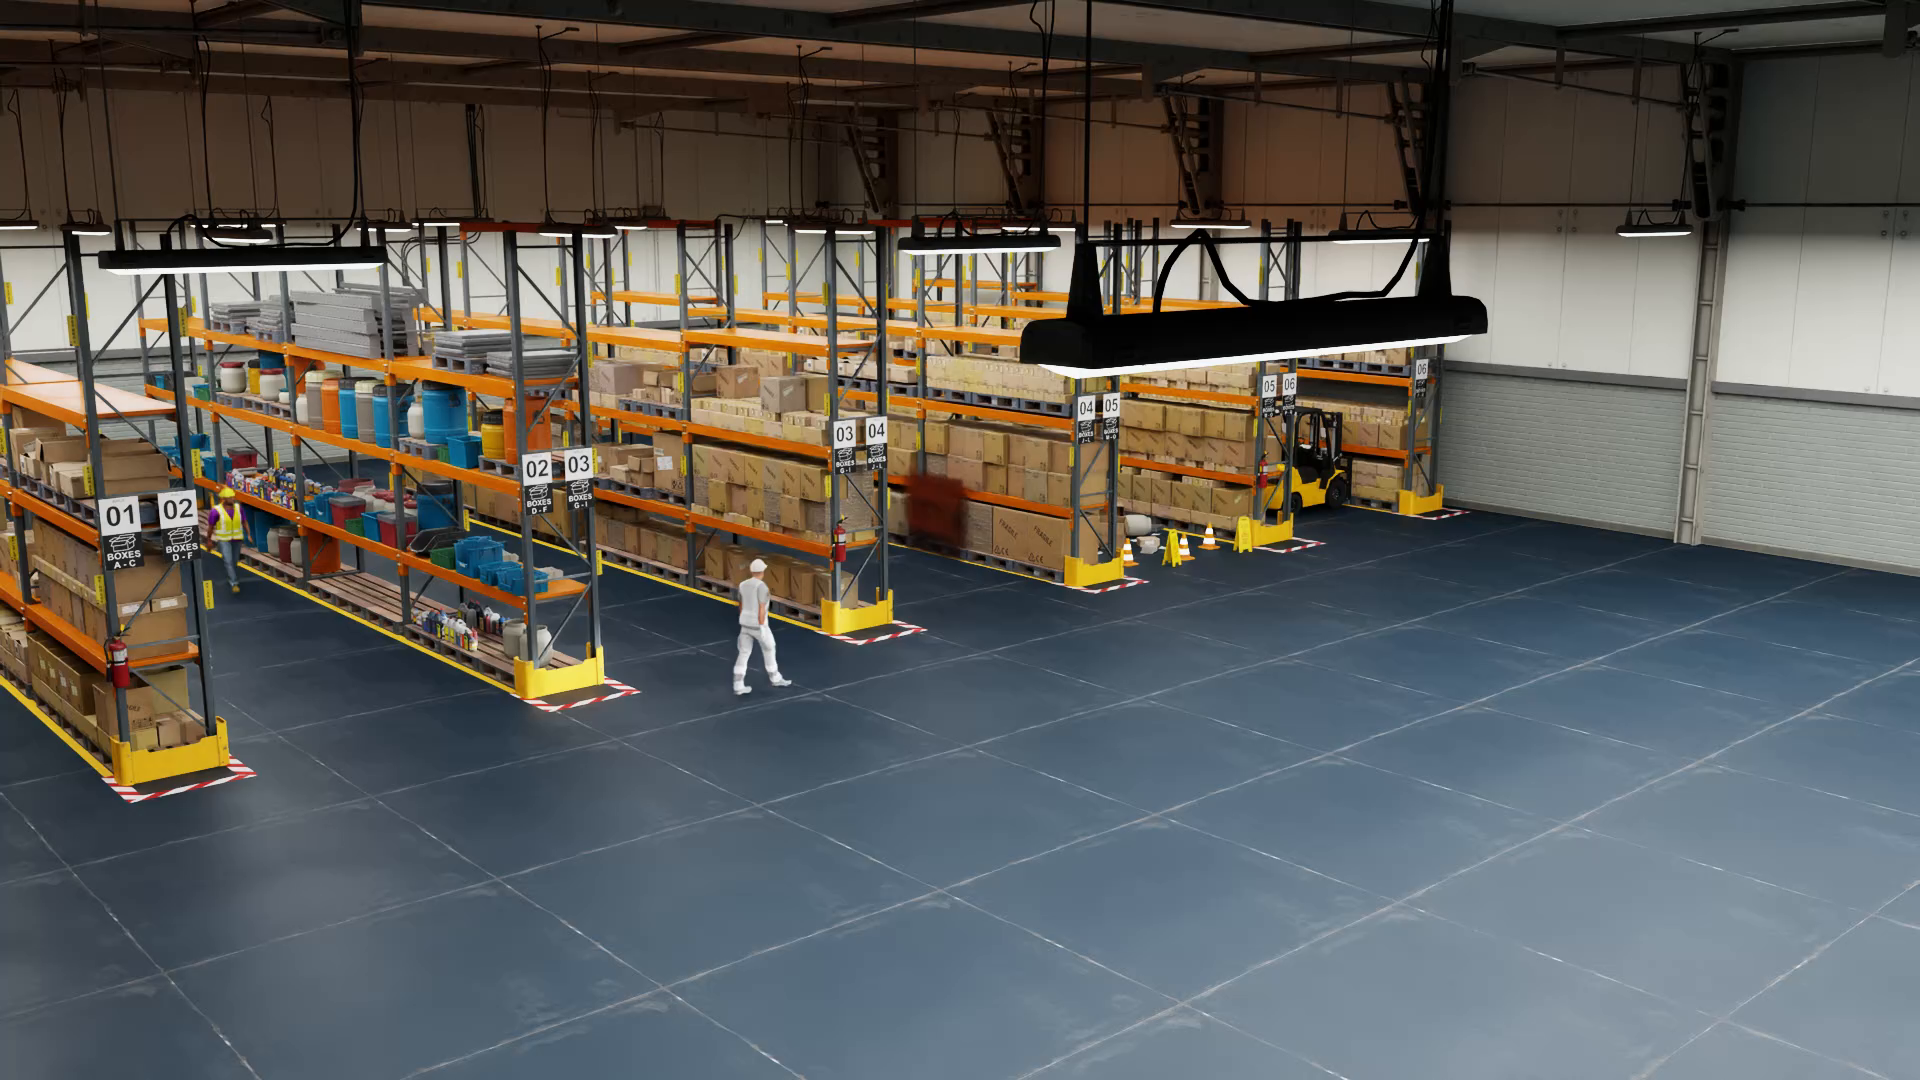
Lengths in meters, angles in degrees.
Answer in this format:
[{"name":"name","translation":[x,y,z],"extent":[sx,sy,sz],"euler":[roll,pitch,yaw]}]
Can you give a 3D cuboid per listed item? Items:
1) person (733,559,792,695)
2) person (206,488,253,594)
[{"name":"person","translation":[-2.660,1.118,21.842],"extent":[0.590,1.745,0.904],"euler":[8,14,34]},{"name":"person","translation":[-12.095,-0.015,27.549],"extent":[0.695,1.707,1.085],"euler":[-9,14,-37]}]
